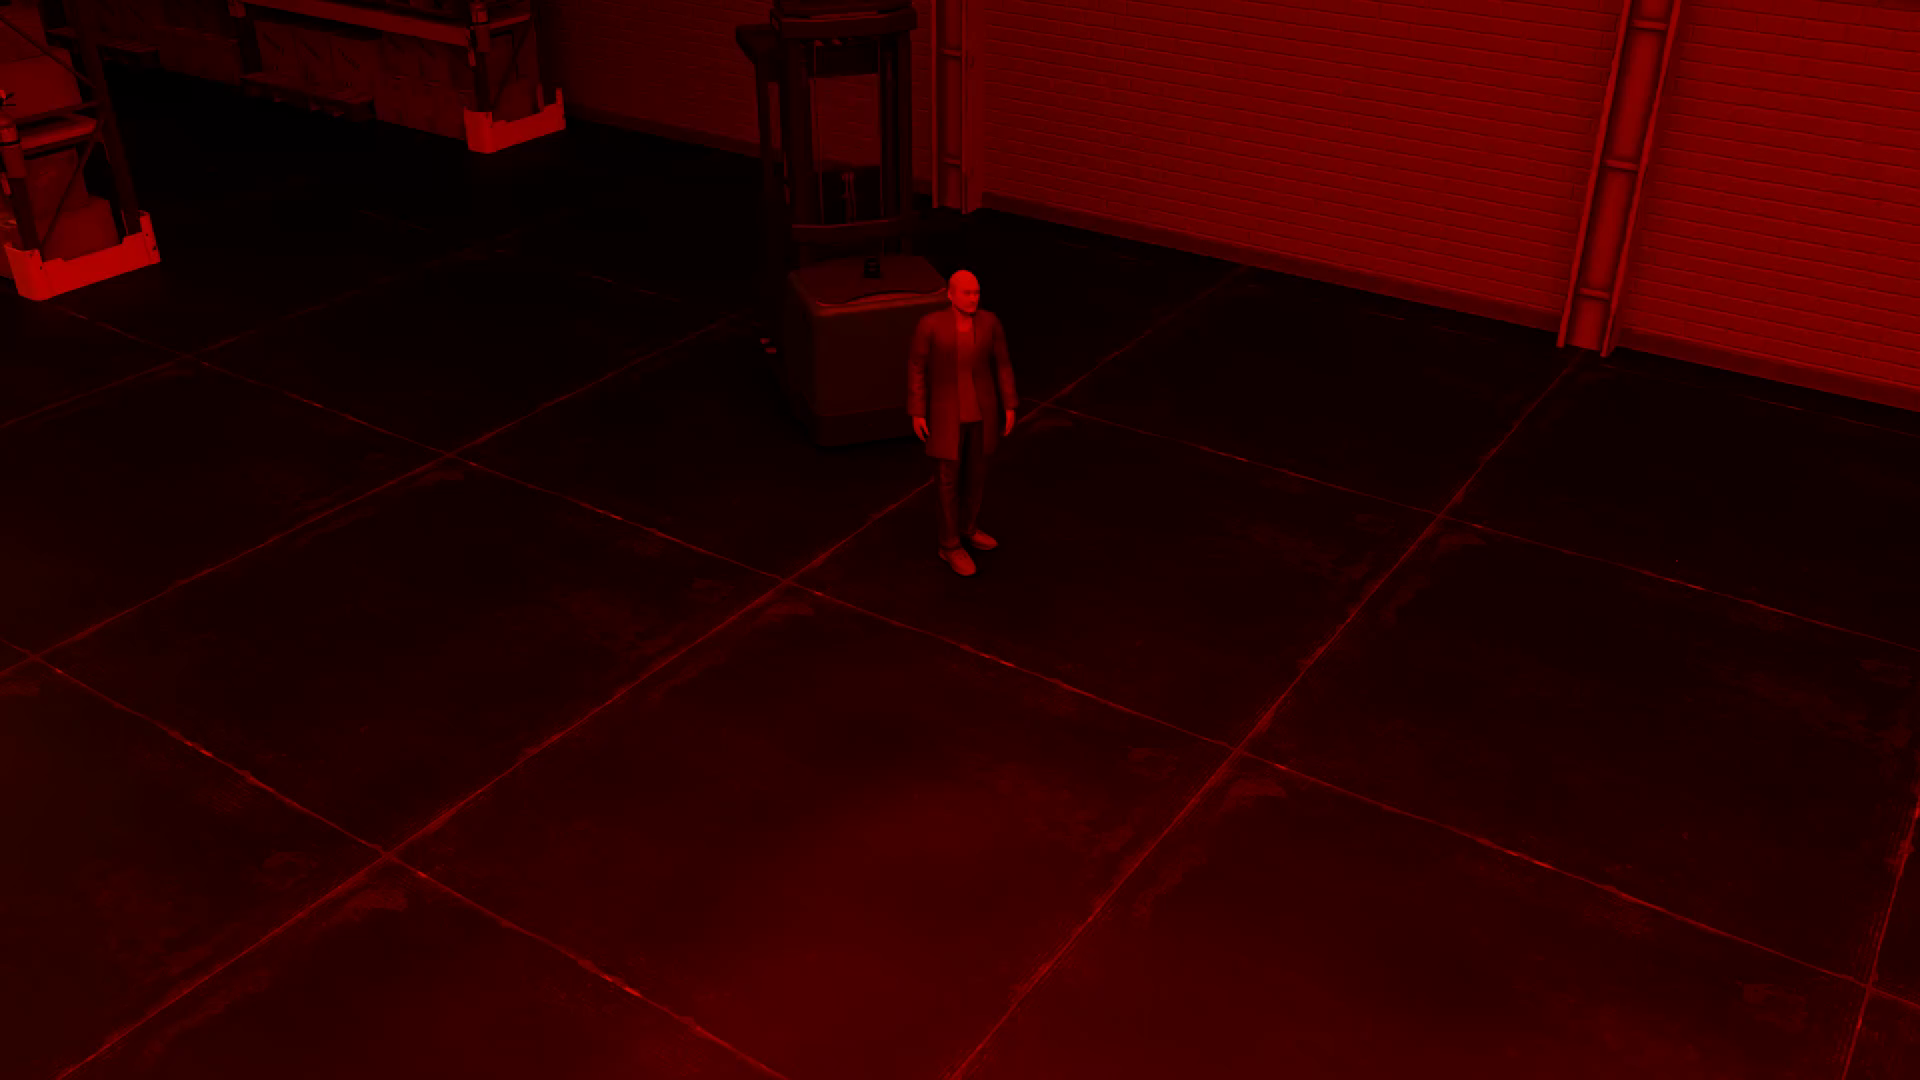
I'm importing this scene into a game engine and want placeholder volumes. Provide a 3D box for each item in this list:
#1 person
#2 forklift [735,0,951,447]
[{"bbox_3d":[0.057,-0.693,9.931,0.703,1.775,0.659,-9,31,-15],"label":"person"},{"bbox_3d":[-0.950,-2.636,12.121,1.130,2.935,3.031,-9,31,-16],"label":"forklift"}]
